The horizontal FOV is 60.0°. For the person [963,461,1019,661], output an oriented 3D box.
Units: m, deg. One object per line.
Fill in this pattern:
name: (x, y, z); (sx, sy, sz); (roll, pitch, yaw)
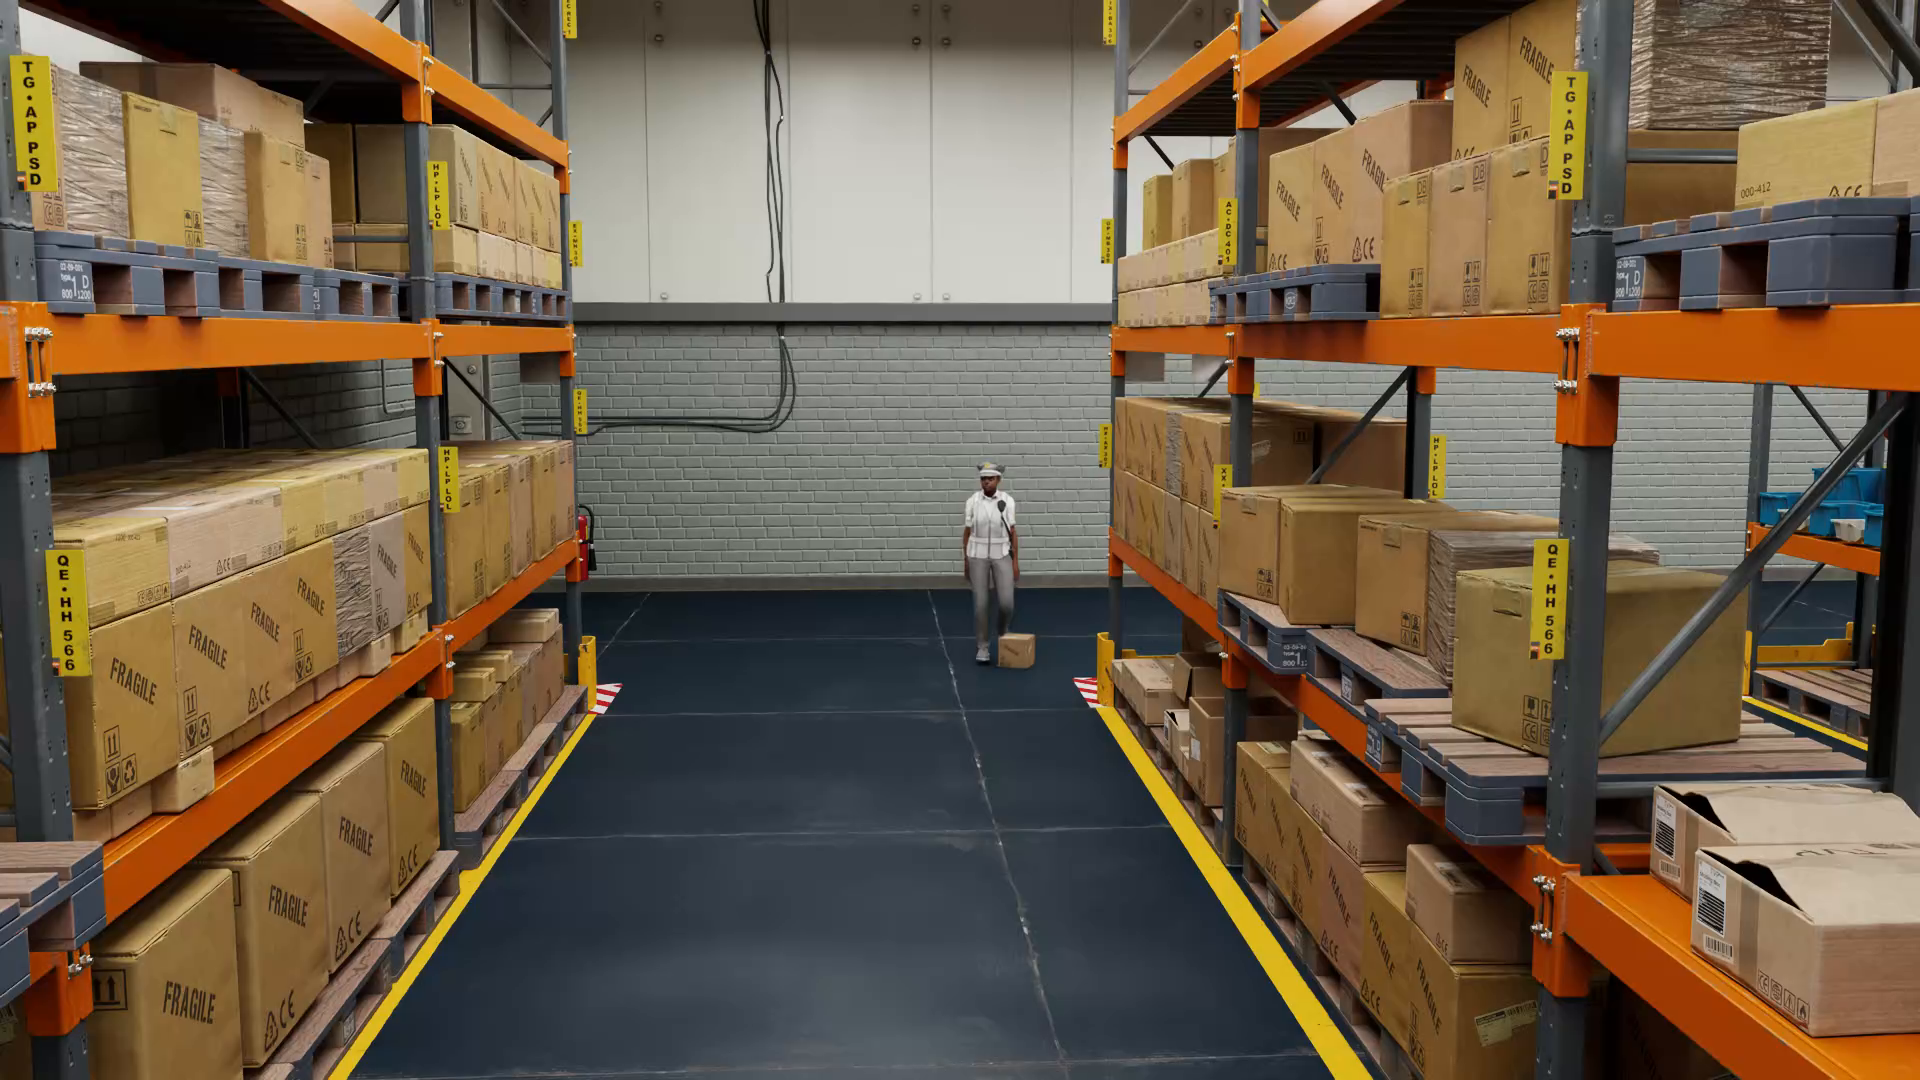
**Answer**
person: (0.263, 0.169, 14.026); (0.478, 1.685, 0.454); (1, 7, 5)
